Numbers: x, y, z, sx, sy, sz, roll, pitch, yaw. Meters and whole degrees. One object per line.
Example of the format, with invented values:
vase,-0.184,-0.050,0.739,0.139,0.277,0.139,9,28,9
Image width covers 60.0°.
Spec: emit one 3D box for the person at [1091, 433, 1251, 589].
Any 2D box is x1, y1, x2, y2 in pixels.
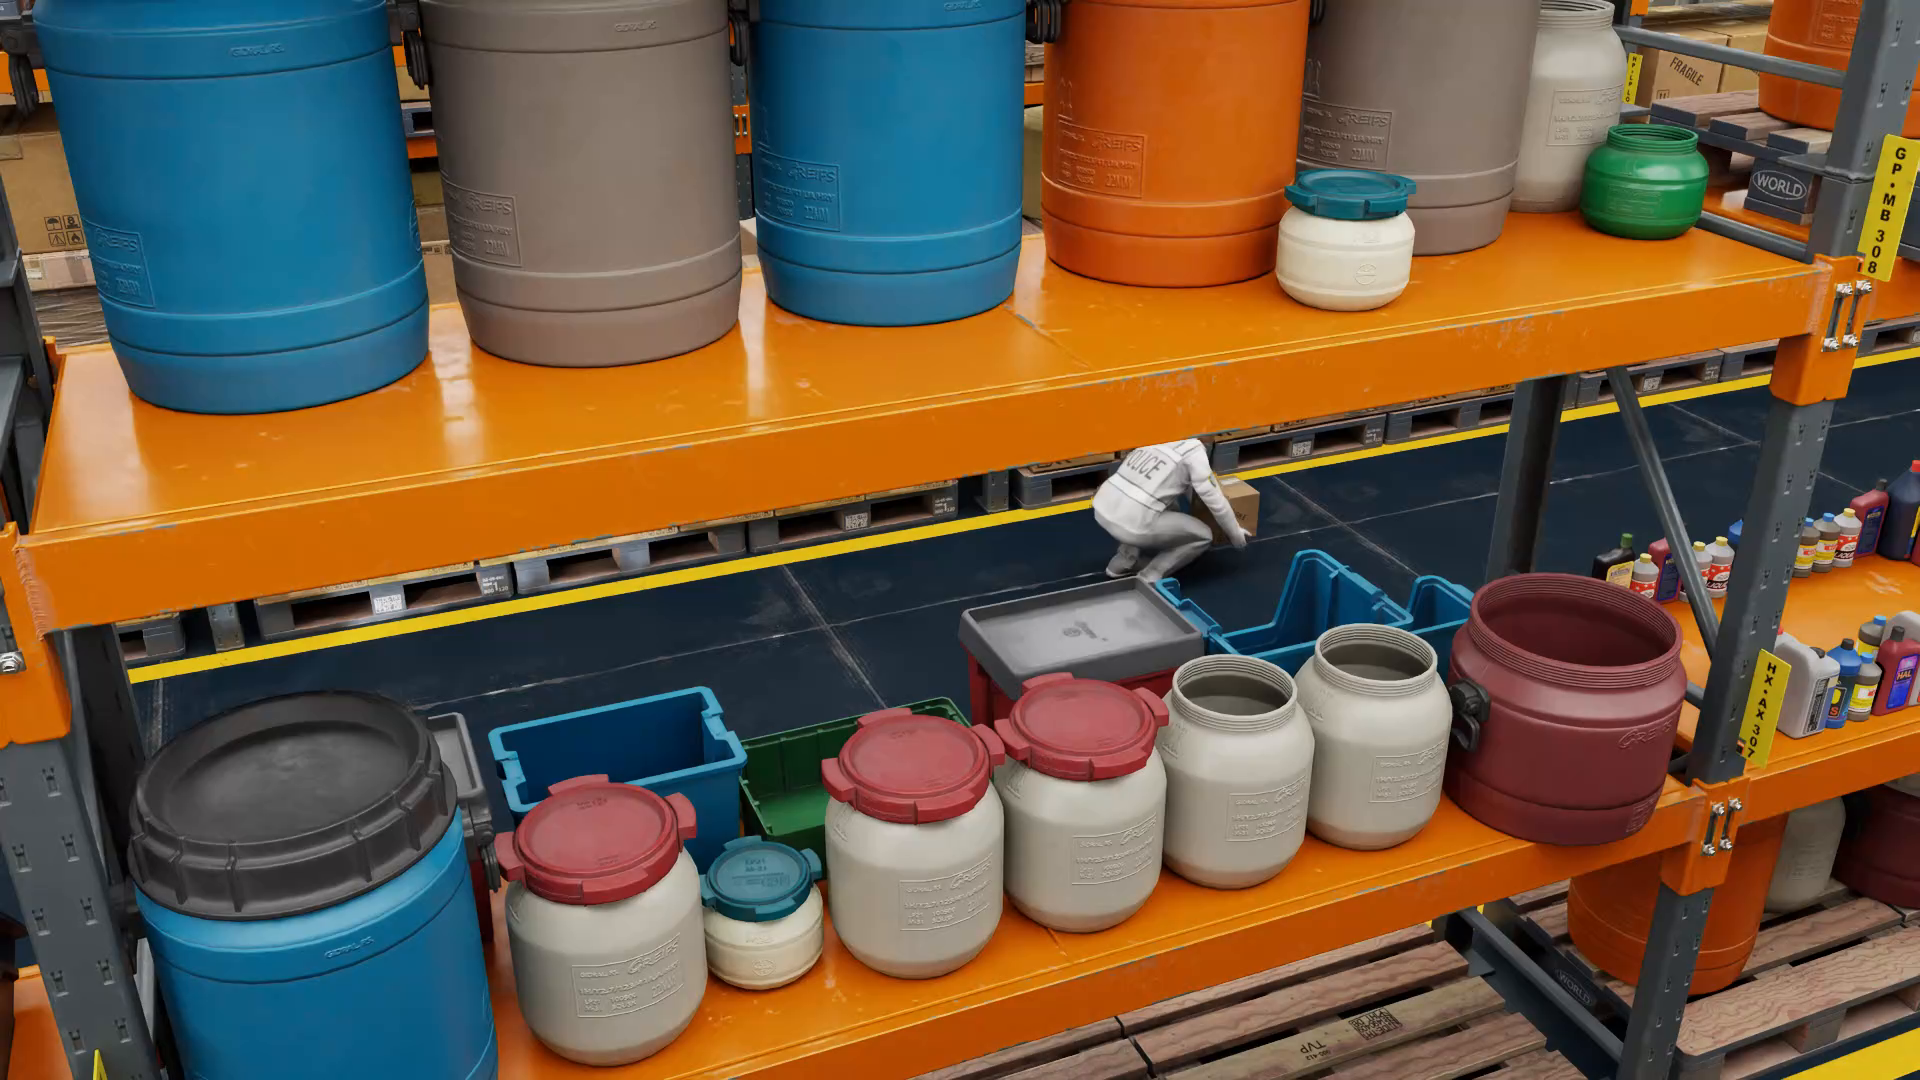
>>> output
person,1.065,-0.241,8.405,0.829,0.978,0.470,-11,28,-21
